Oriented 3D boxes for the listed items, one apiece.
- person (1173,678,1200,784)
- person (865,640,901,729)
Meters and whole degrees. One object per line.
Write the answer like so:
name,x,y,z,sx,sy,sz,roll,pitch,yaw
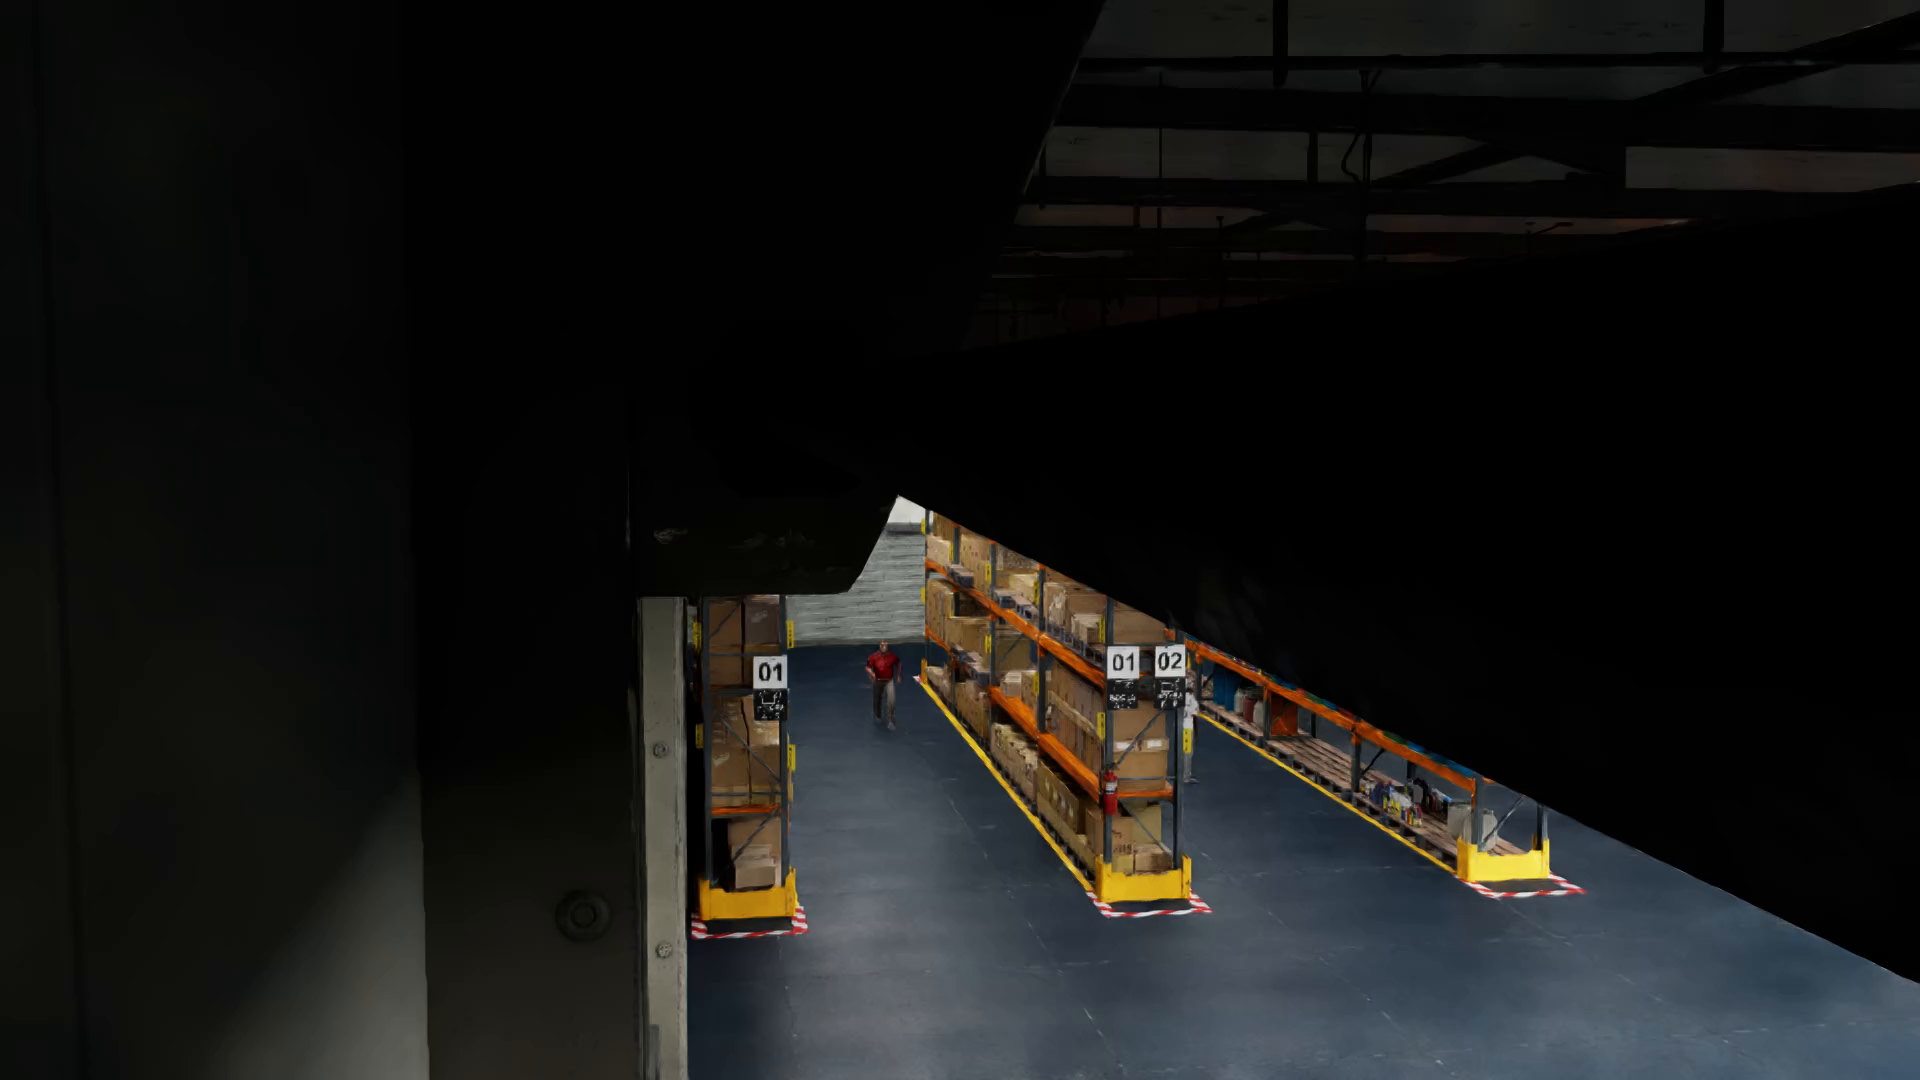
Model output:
person,3.722,3.094,27.137,0.440,1.683,0.551,-4,6,-37
person,-1.458,2.717,31.689,0.686,1.666,0.867,0,5,-4
